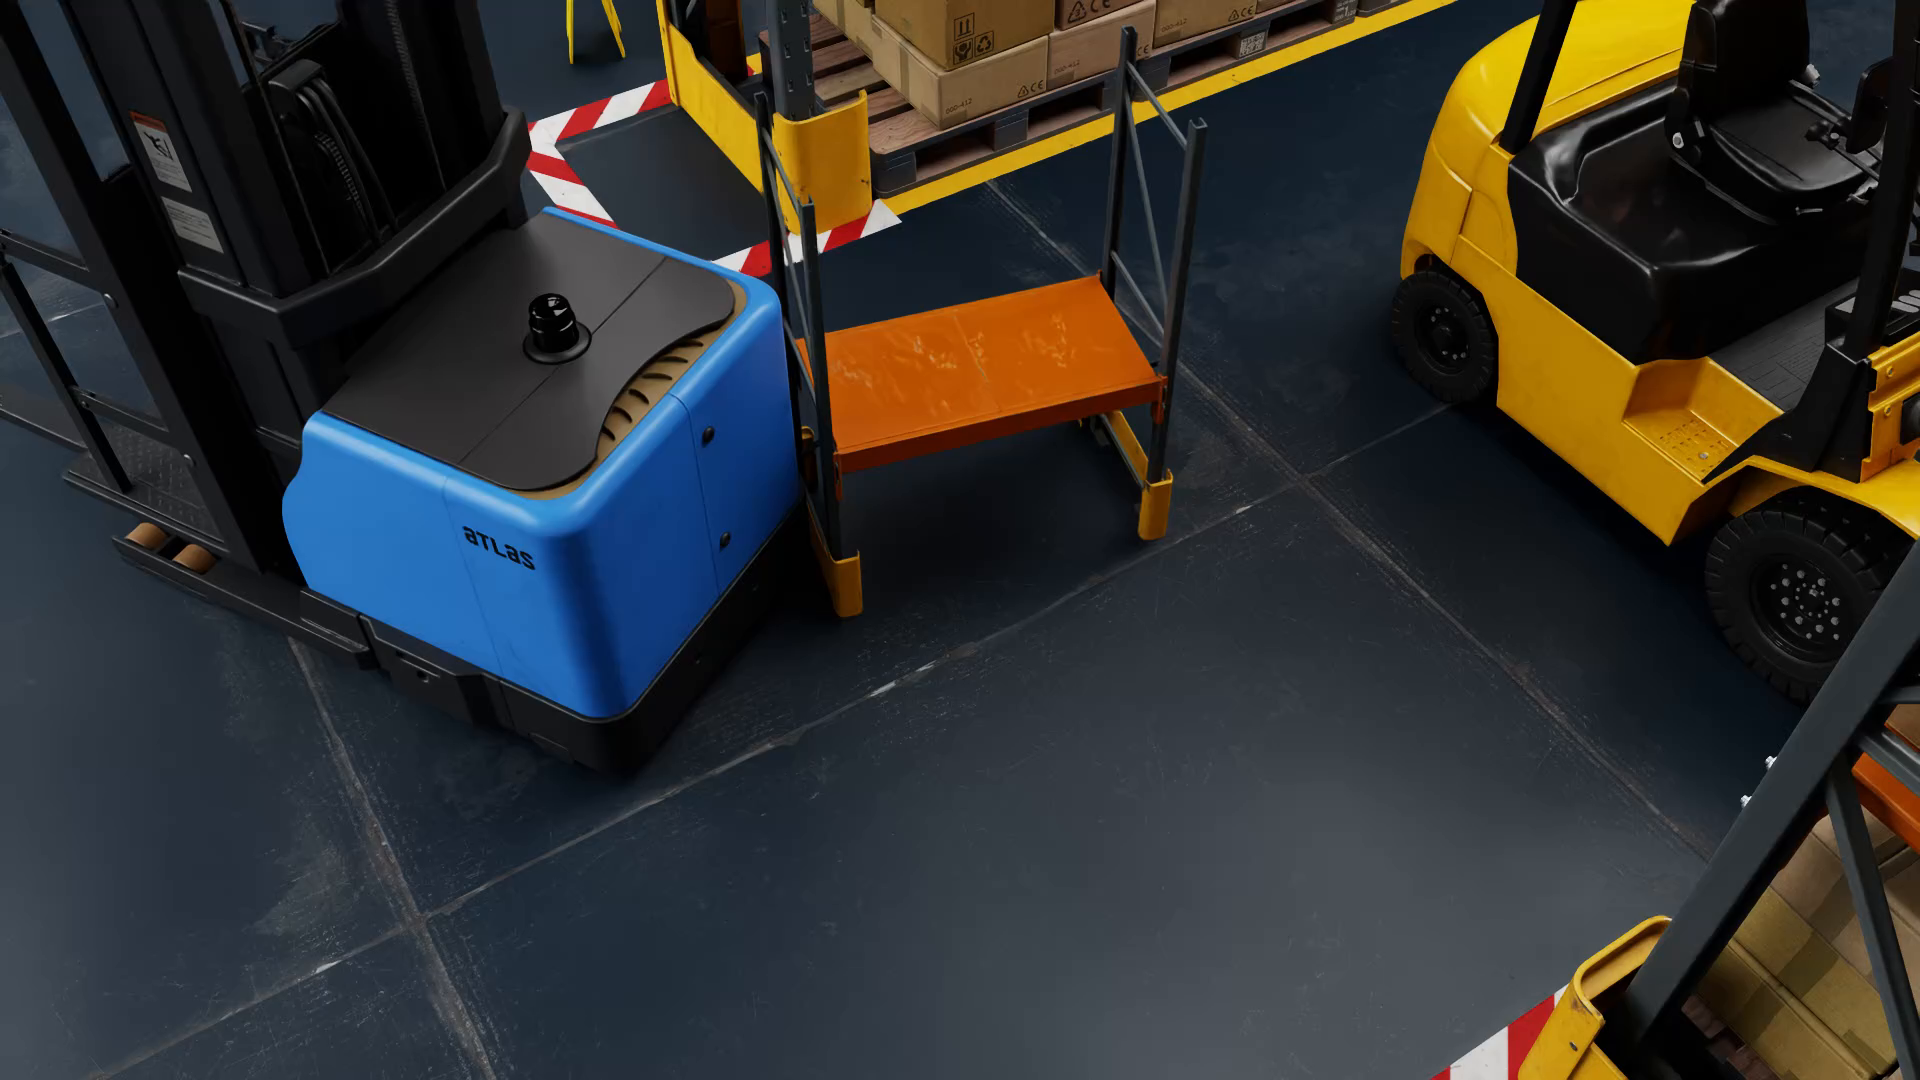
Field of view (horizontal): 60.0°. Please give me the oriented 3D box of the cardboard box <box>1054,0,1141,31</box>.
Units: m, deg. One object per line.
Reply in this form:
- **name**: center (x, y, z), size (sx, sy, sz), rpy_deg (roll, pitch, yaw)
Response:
- **cardboard box**: center (0.456, -2.370, 6.410), size (0.500, 0.500, 0.500), rpy_deg (-27, 54, -22)

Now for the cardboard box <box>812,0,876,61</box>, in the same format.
- **cardboard box**: center (-0.273, -2.255, 6.810), size (0.500, 0.250, 0.500), rpy_deg (-25, 53, -21)

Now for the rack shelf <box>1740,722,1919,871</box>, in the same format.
- **rack shelf**: center (3.510, 0.048, 3.681), size (4.000, 0.370, 1.077), rpy_deg (-25, 53, -21)

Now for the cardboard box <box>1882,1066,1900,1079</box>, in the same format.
- **cardboard box**: center (2.338, 1.308, 3.637), size (0.500, 0.250, 0.500), rpy_deg (-25, 53, -21)

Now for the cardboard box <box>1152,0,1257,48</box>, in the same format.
- **cardboard box**: center (0.887, -2.324, 6.871), size (0.500, 0.250, 0.500), rpy_deg (-22, 52, -18)

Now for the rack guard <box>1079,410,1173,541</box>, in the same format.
- **rack guard**: center (0.526, -0.294, 5.345), size (0.087, 0.250, 0.587), rpy_deg (-14, 50, -12)

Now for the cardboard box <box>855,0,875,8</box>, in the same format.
- **cardboard box**: center (-0.295, -2.487, 6.514), size (0.500, 0.500, 0.500), rpy_deg (-25, 53, -21)

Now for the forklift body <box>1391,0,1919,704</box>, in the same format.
- **forklift body**: center (2.449, -1.020, 4.718), size (1.214, 2.155, 2.313), rpy_deg (-25, 53, -21)

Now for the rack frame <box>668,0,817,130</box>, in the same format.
- **rack frame**: center (-0.833, -2.528, 5.493), size (0.127, 3.000, 1.000), rpy_deg (-25, 53, -21)

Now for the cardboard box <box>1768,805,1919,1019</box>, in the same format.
- **cardboard box**: center (2.041, 0.667, 3.538), size (0.500, 0.250, 0.500), rpy_deg (-24, 52, -20)

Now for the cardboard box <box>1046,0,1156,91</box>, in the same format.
- **cardboard box**: center (0.432, -2.099, 6.670), size (0.500, 0.250, 0.500), rpy_deg (-23, 52, -20)

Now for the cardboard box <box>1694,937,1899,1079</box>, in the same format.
- **cardboard box**: center (2.047, 0.994, 3.917), size (0.500, 0.250, 0.500), rpy_deg (-25, 53, -21)

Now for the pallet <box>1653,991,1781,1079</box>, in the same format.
- **pallet**: center (2.443, 1.202, 4.038), size (1.213, 0.211, 1.003), rpy_deg (-25, 53, -21)

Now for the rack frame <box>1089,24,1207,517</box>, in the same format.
- **rack frame**: center (0.527, -0.710, 4.878), size (0.032, 1.500, 0.500), rpy_deg (-14, 50, -12)

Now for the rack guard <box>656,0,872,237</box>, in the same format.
- **rack guard**: center (-0.769, -1.727, 6.453), size (0.348, 0.500, 1.175), rpy_deg (-25, 53, -21)

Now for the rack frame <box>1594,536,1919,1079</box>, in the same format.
- **rack frame**: center (1.818, 0.605, 2.702), size (0.127, 3.000, 1.000), rpy_deg (-25, 53, -21)

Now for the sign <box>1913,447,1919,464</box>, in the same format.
- **sign**: center (1.541, -0.207, 2.491), size (0.005, 0.325, 0.100), rpy_deg (-25, 53, -21)

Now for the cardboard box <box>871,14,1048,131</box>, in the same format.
- **cardboard box**: center (-0.004, -1.900, 6.494), size (0.500, 0.250, 0.500), rpy_deg (-26, 53, -21)

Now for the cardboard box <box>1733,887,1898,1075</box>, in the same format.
- **cardboard box**: center (2.063, 0.823, 3.734), size (0.500, 0.250, 0.500), rpy_deg (-26, 53, -21)

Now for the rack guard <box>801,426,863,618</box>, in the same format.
- **rack guard**: center (-0.420, -0.061, 5.137), size (0.087, 0.250, 0.587), rpy_deg (-14, 50, -12)

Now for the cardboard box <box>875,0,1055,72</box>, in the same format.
- **cardboard box**: center (0.016, -2.159, 6.222), size (0.500, 0.500, 0.500), rpy_deg (-27, 54, -22)

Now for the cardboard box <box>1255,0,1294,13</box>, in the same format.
- **cardboard box**: center (1.316, -2.524, 7.049), size (0.500, 0.250, 0.500), rpy_deg (-24, 53, -20)

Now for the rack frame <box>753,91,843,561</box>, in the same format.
- **rack frame**: center (-0.438, -0.472, 4.666), size (0.032, 1.500, 0.500), rpy_deg (-14, 50, -12)

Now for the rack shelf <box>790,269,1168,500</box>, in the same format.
- **rack shelf**: center (0.045, -0.472, 4.907), size (1.000, 0.185, 0.538), rpy_deg (-14, 50, -12)

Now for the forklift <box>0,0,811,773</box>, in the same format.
- **forklift**: center (-2.010, -1.126, 4.290), size (3.031, 2.935, 1.130), rpy_deg (21, 52, 18)

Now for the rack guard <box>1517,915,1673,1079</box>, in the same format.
- **rack guard**: center (1.798, 1.446, 3.627), size (0.348, 0.500, 1.175), rpy_deg (-25, 53, -21)

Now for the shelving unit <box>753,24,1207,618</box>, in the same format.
- **shelving unit**: center (0.053, -0.594, 4.774), size (1.083, 1.500, 0.587), rpy_deg (-14, 50, -12)

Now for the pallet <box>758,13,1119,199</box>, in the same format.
- **pallet**: center (-0.063, -1.932, 6.830), size (1.213, 0.211, 1.003), rpy_deg (-25, 53, -21)

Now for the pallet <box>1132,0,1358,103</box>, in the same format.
- **pallet**: center (0.968, -2.415, 7.260), size (1.213, 0.211, 1.003), rpy_deg (-25, 53, -21)

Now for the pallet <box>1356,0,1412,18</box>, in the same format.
- **pallet**: center (2.001, -2.905, 7.695), size (1.213, 0.211, 1.003), rpy_deg (-25, 53, -21)

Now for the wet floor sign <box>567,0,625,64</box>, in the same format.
- **wet floor sign**: center (-1.565, -2.345, 6.906), size (0.232, 0.644, 0.267), rpy_deg (-9, 49, -8)

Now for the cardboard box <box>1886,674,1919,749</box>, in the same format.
- **cardboard box**: center (2.094, 0.210, 2.987), size (0.500, 0.500, 0.500), rpy_deg (-26, 53, -22)
